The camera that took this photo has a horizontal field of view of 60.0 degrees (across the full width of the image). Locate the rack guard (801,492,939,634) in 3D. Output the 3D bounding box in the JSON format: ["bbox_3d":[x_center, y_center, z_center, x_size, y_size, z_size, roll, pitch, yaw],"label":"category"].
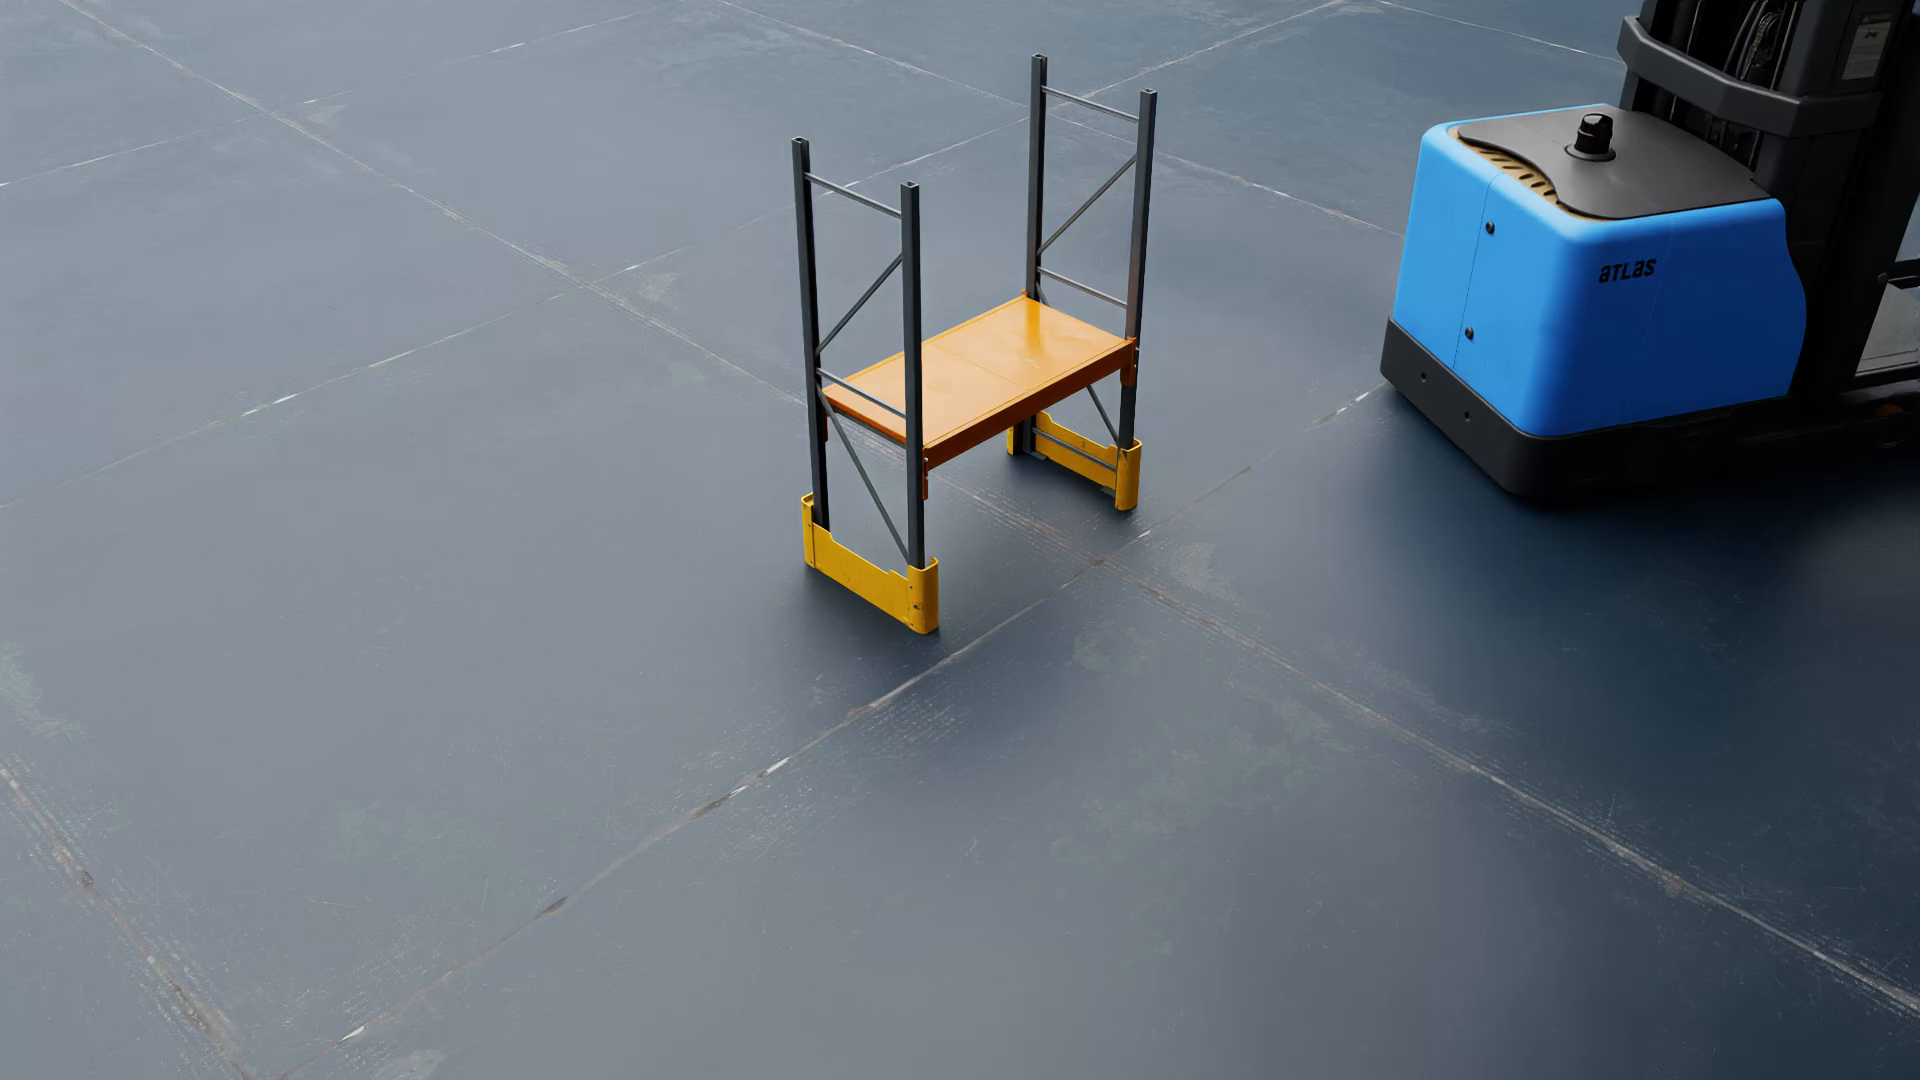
[{"bbox_3d":[-0.297,0.069,5.433,0.587,0.250,0.087,30,45,35],"label":"rack guard"}]

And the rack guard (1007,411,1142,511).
[{"bbox_3d":[0.405,-0.336,6.013,0.587,0.250,0.087,30,45,35],"label":"rack guard"}]

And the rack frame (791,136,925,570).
[{"bbox_3d":[-0.298,-0.443,5.075,0.500,1.500,0.032,30,45,35],"label":"rack frame"}]

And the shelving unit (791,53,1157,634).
[{"bbox_3d":[0.054,-0.646,5.365,0.587,1.500,1.083,30,45,35],"label":"shelving unit"}]

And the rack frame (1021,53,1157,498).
[{"bbox_3d":[0.418,-0.856,5.667,0.500,1.500,0.032,30,45,35],"label":"rack frame"}]

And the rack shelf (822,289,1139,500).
[{"bbox_3d":[0.060,-0.502,5.474,0.538,0.185,1.000,30,45,35],"label":"rack shelf"}]

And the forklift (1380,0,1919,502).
[{"bbox_3d":[3.237,-1.823,5.801,3.031,2.935,1.130,-10,36,-14],"label":"forklift"}]
